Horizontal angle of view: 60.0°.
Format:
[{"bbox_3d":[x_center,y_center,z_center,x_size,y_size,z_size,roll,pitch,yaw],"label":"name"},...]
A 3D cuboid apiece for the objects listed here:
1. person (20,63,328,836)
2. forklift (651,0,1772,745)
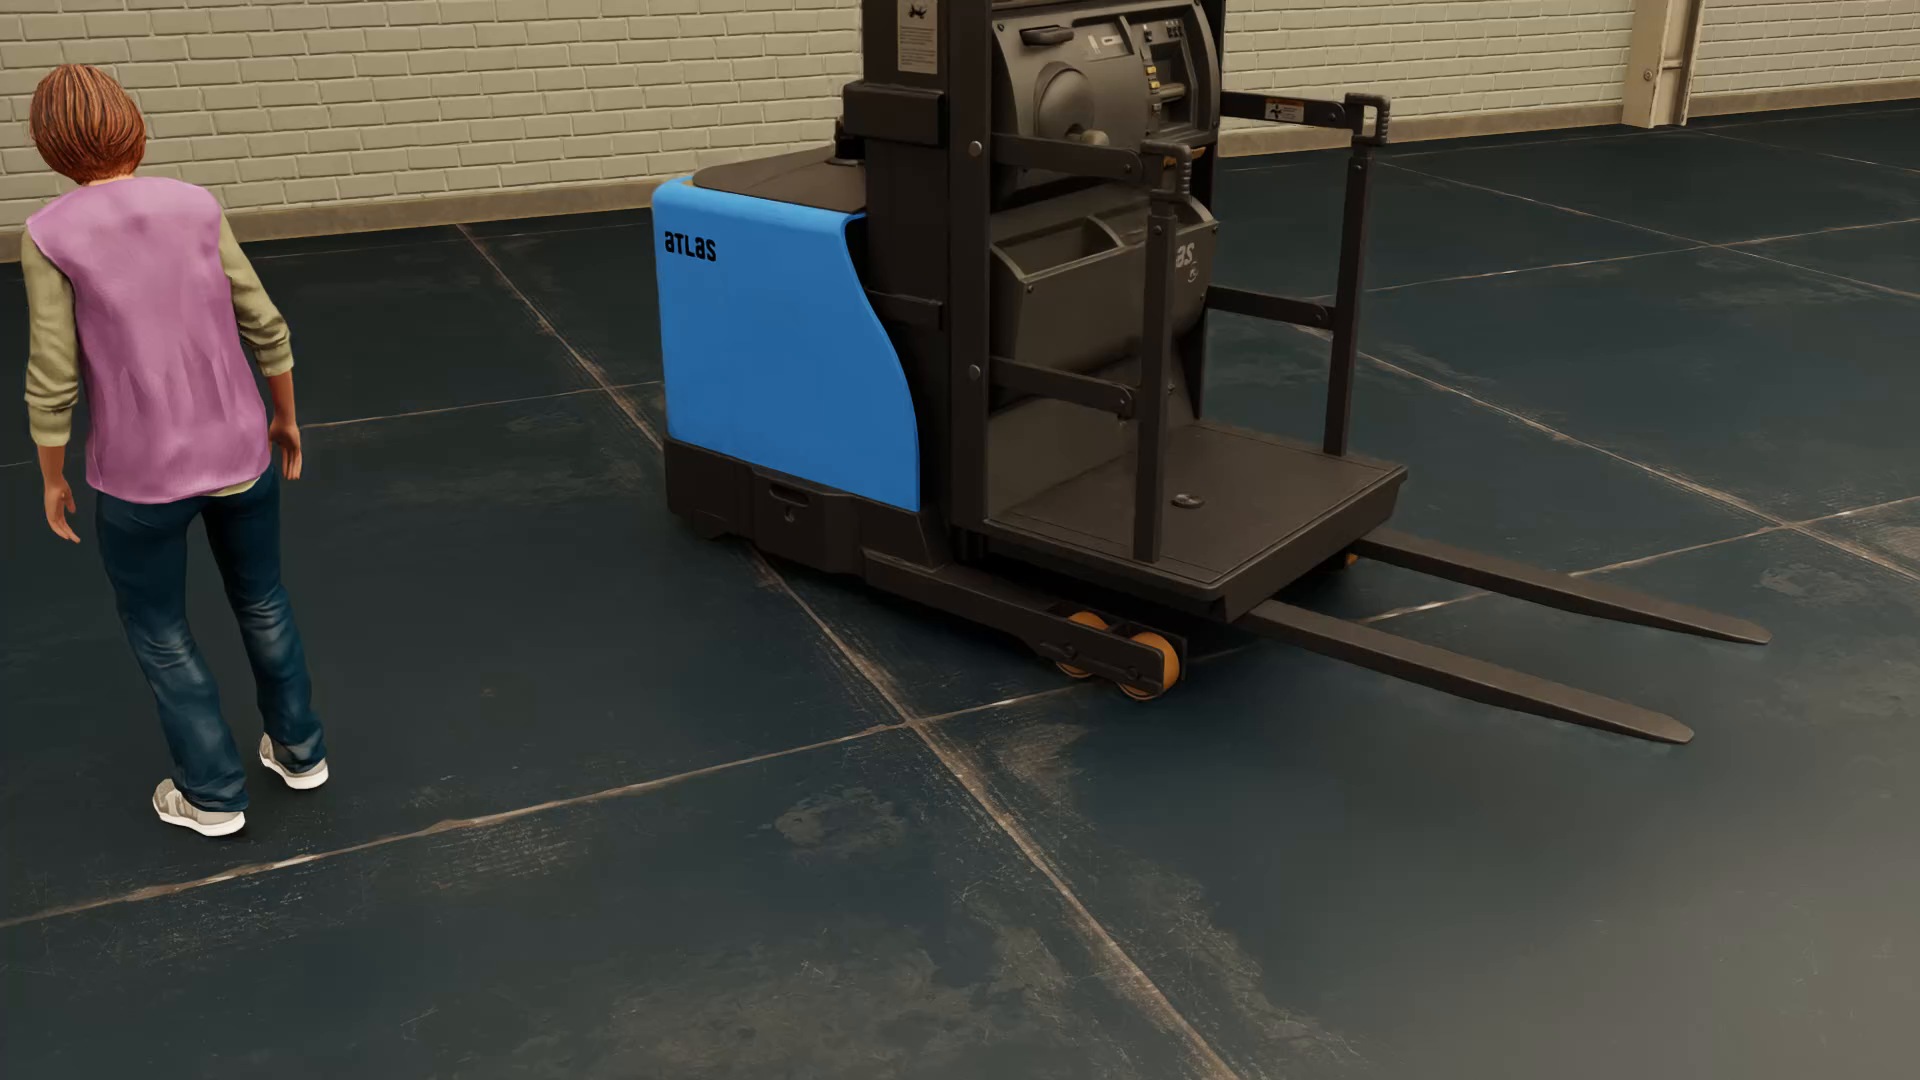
[{"bbox_3d":[-1.599,-0.150,3.397,0.371,1.592,0.523,21,30,40],"label":"person"},{"bbox_3d":[0.556,-1.184,4.136,3.031,2.935,1.130,17,28,35],"label":"forklift"}]
